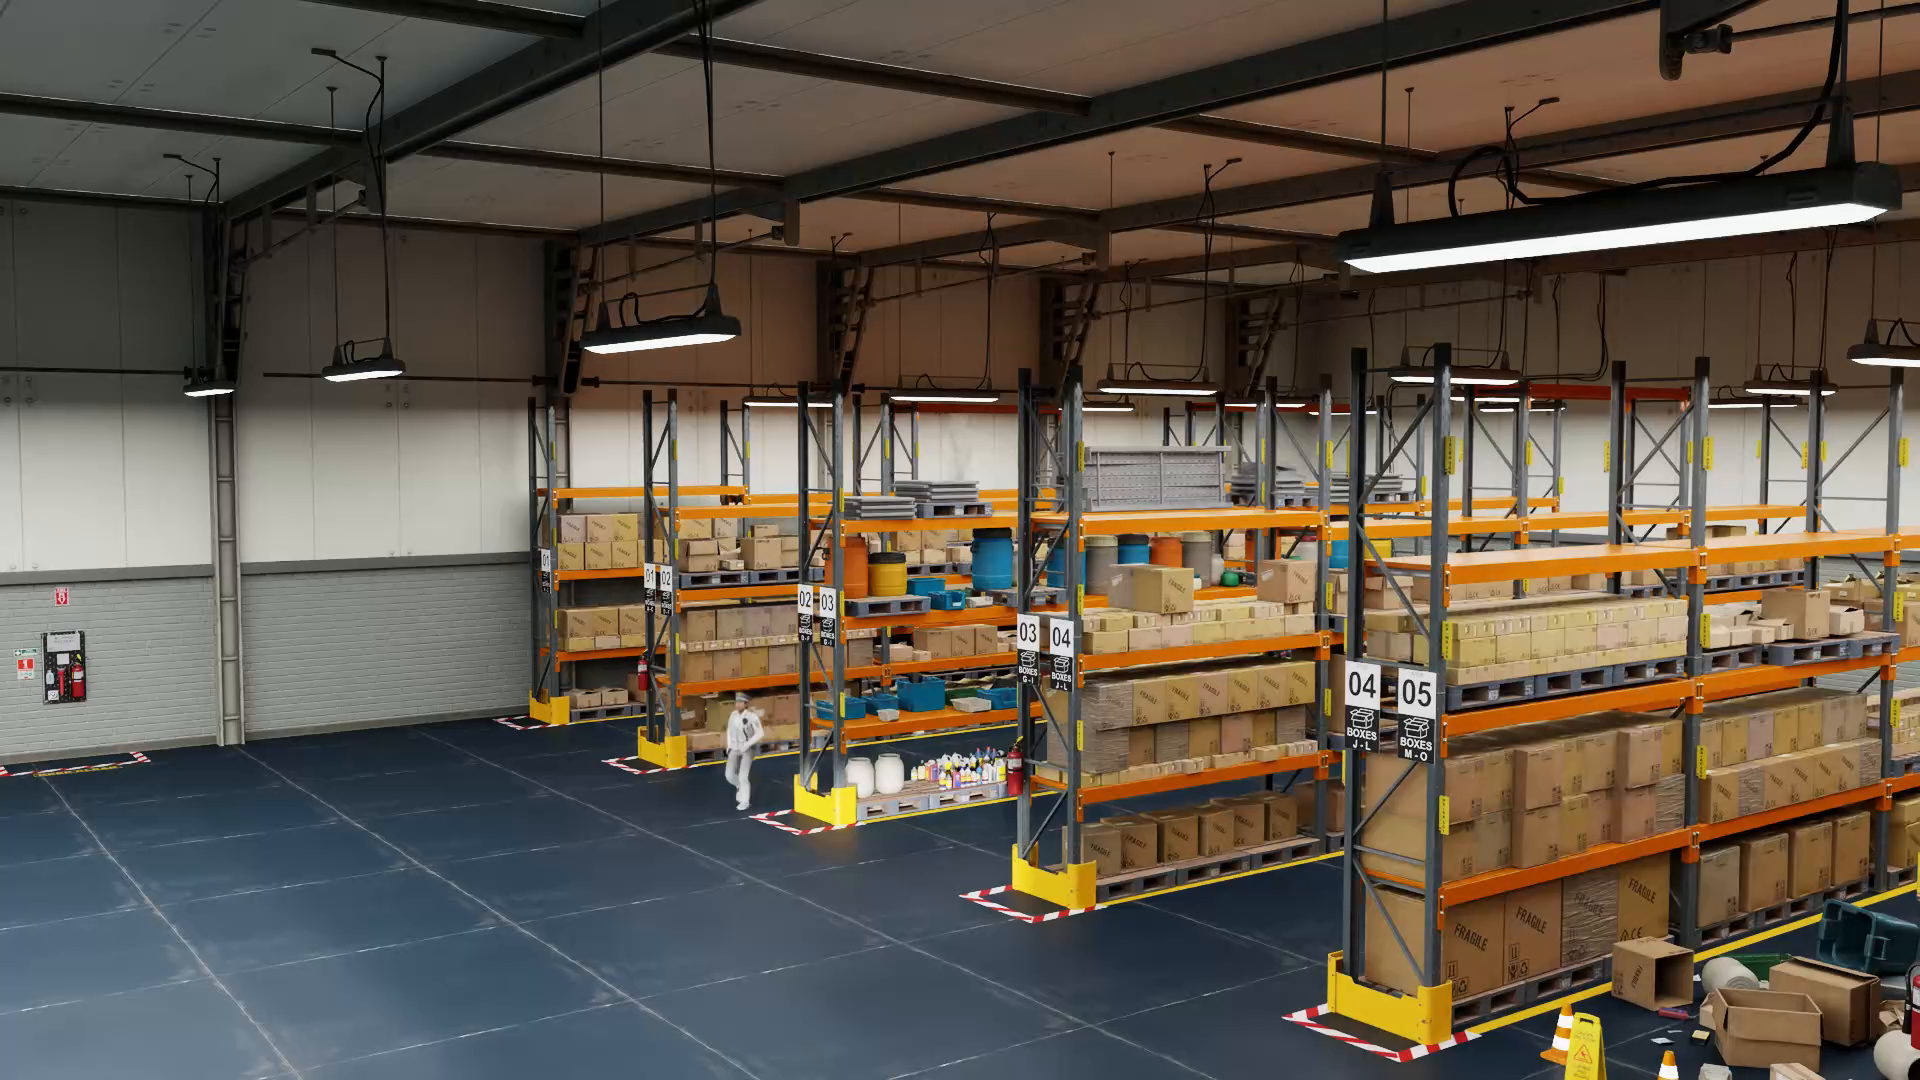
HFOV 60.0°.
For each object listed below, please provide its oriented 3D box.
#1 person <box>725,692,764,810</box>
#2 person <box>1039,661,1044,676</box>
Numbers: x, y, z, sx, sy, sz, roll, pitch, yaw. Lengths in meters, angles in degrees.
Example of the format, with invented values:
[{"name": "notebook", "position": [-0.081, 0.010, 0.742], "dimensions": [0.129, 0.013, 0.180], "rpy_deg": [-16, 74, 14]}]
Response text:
[{"name": "person", "position": [-3.056, 2.957, 23.397], "dimensions": [0.631, 1.663, 0.539], "rpy_deg": [1, 4, 21]}, {"name": "person", "position": [1.627, 2.285, 34.090], "dimensions": [0.780, 1.730, 0.710], "rpy_deg": [-3, 5, -43]}]
